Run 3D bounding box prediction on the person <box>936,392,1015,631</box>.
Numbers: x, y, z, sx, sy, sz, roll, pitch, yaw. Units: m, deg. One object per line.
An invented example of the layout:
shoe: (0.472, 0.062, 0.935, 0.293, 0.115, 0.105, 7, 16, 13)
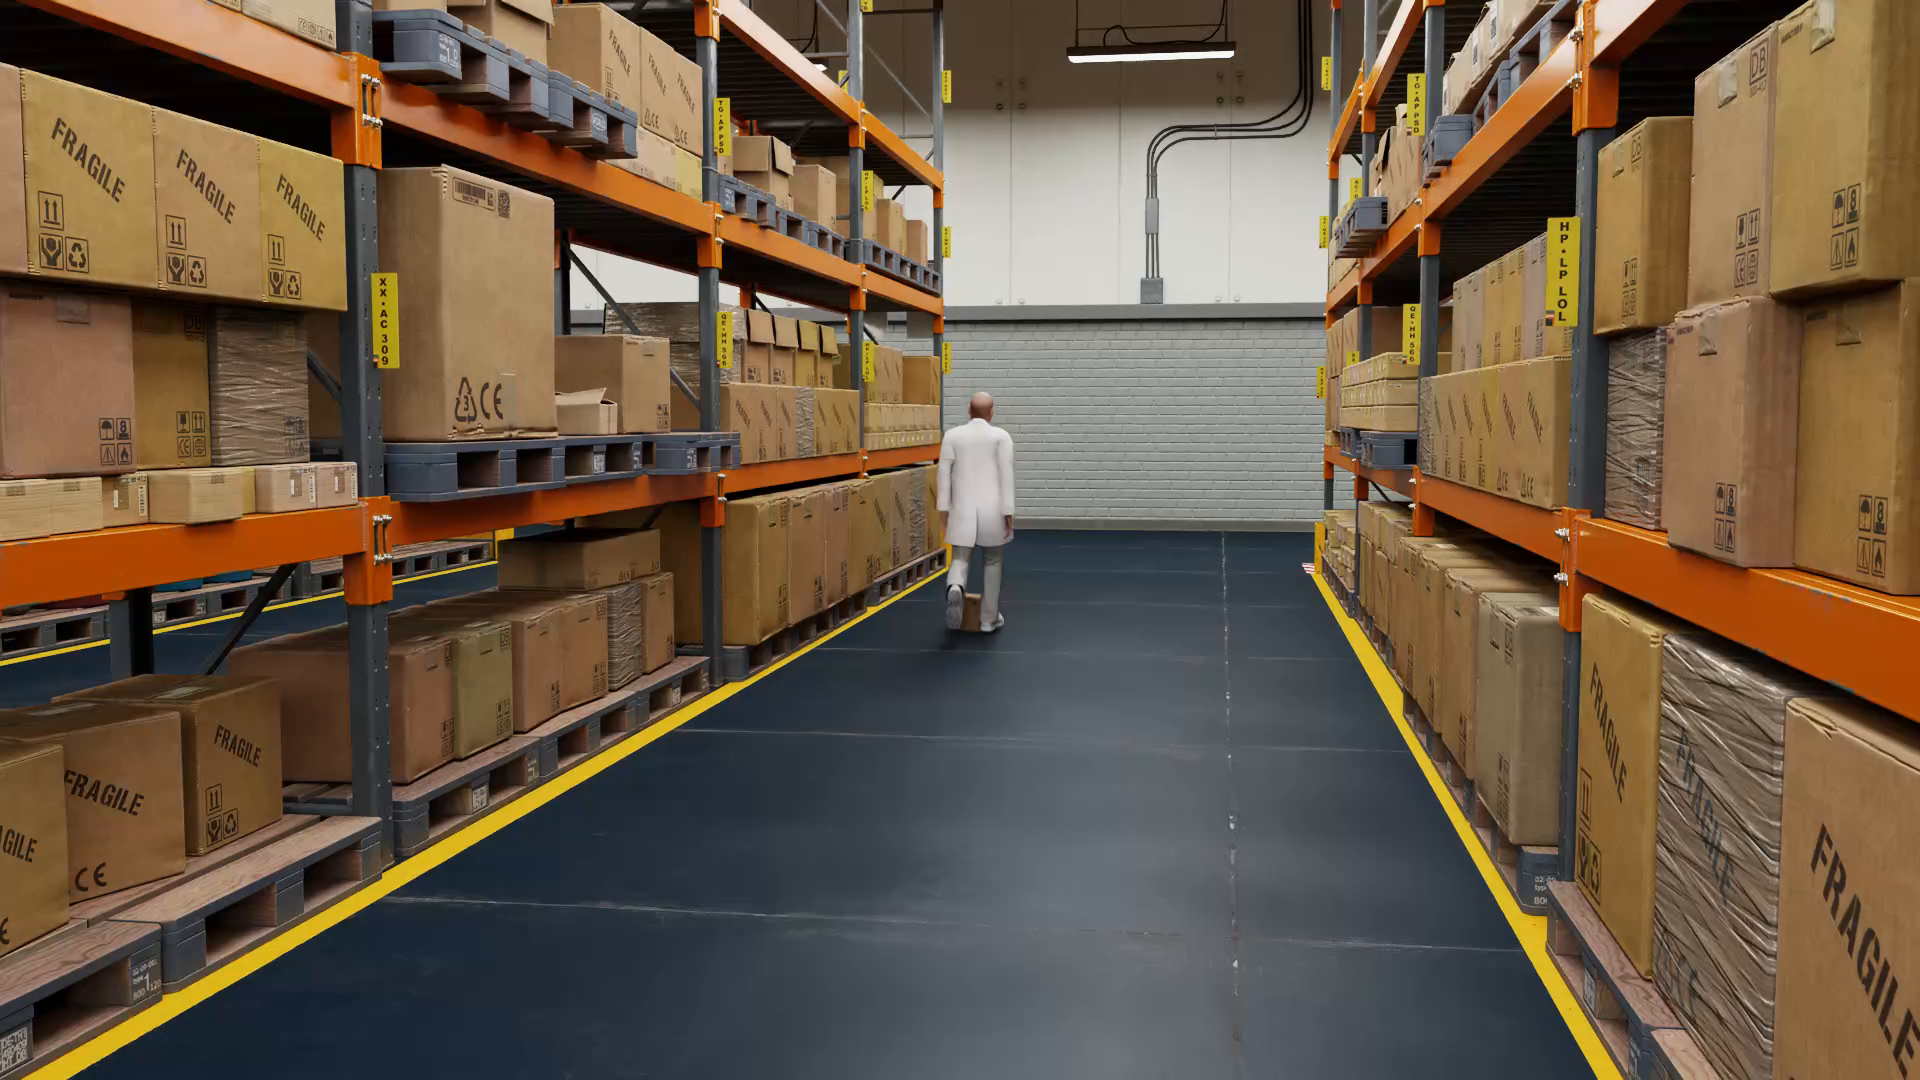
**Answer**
person: (0.103, -0.195, 12.050, 0.590, 1.752, 0.879, 1, 4, 11)
